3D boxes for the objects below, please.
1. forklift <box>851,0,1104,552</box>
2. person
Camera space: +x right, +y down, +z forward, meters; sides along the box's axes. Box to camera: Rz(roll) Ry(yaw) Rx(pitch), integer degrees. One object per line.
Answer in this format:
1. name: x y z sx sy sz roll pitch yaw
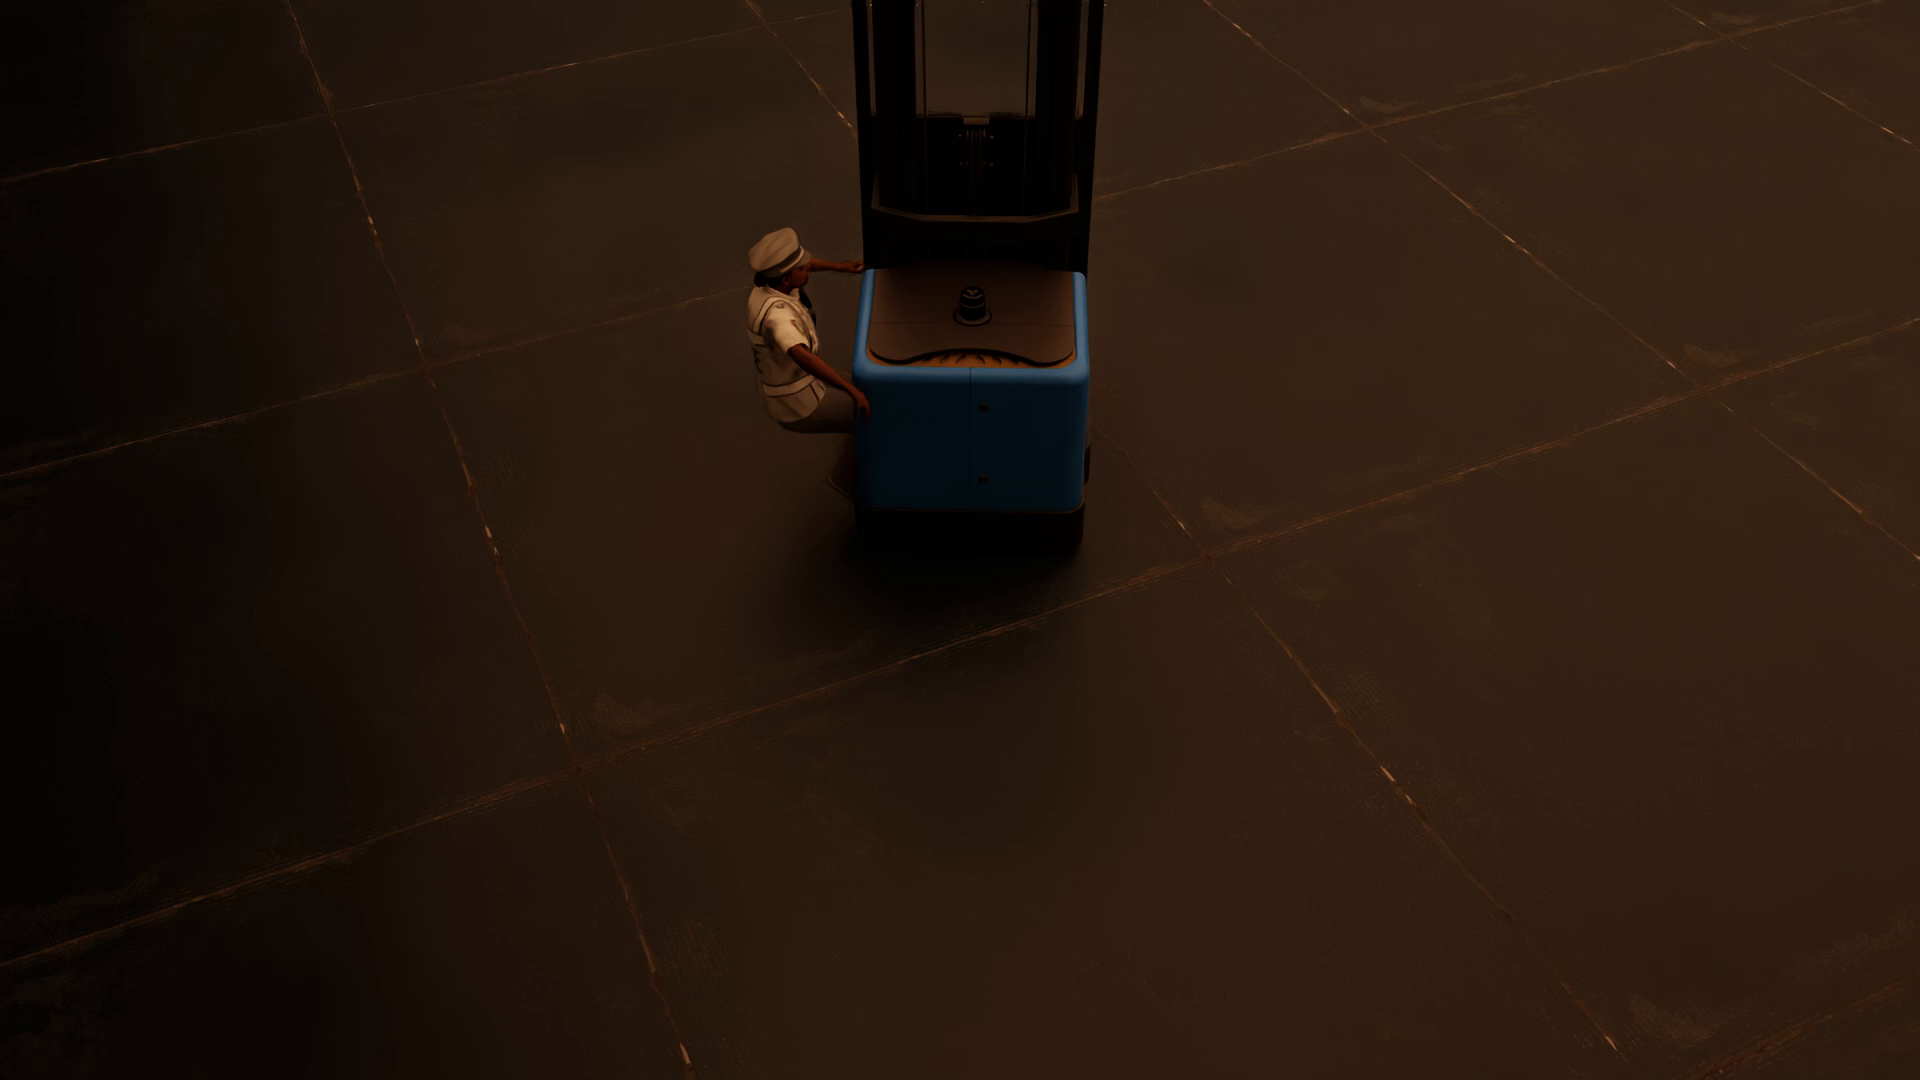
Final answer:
1. forklift: 0.084 -2.004 7.828 1.130 2.935 3.031 1 43 1
2. person: -0.536 -0.755 7.554 0.813 1.466 1.020 -13 45 -14
